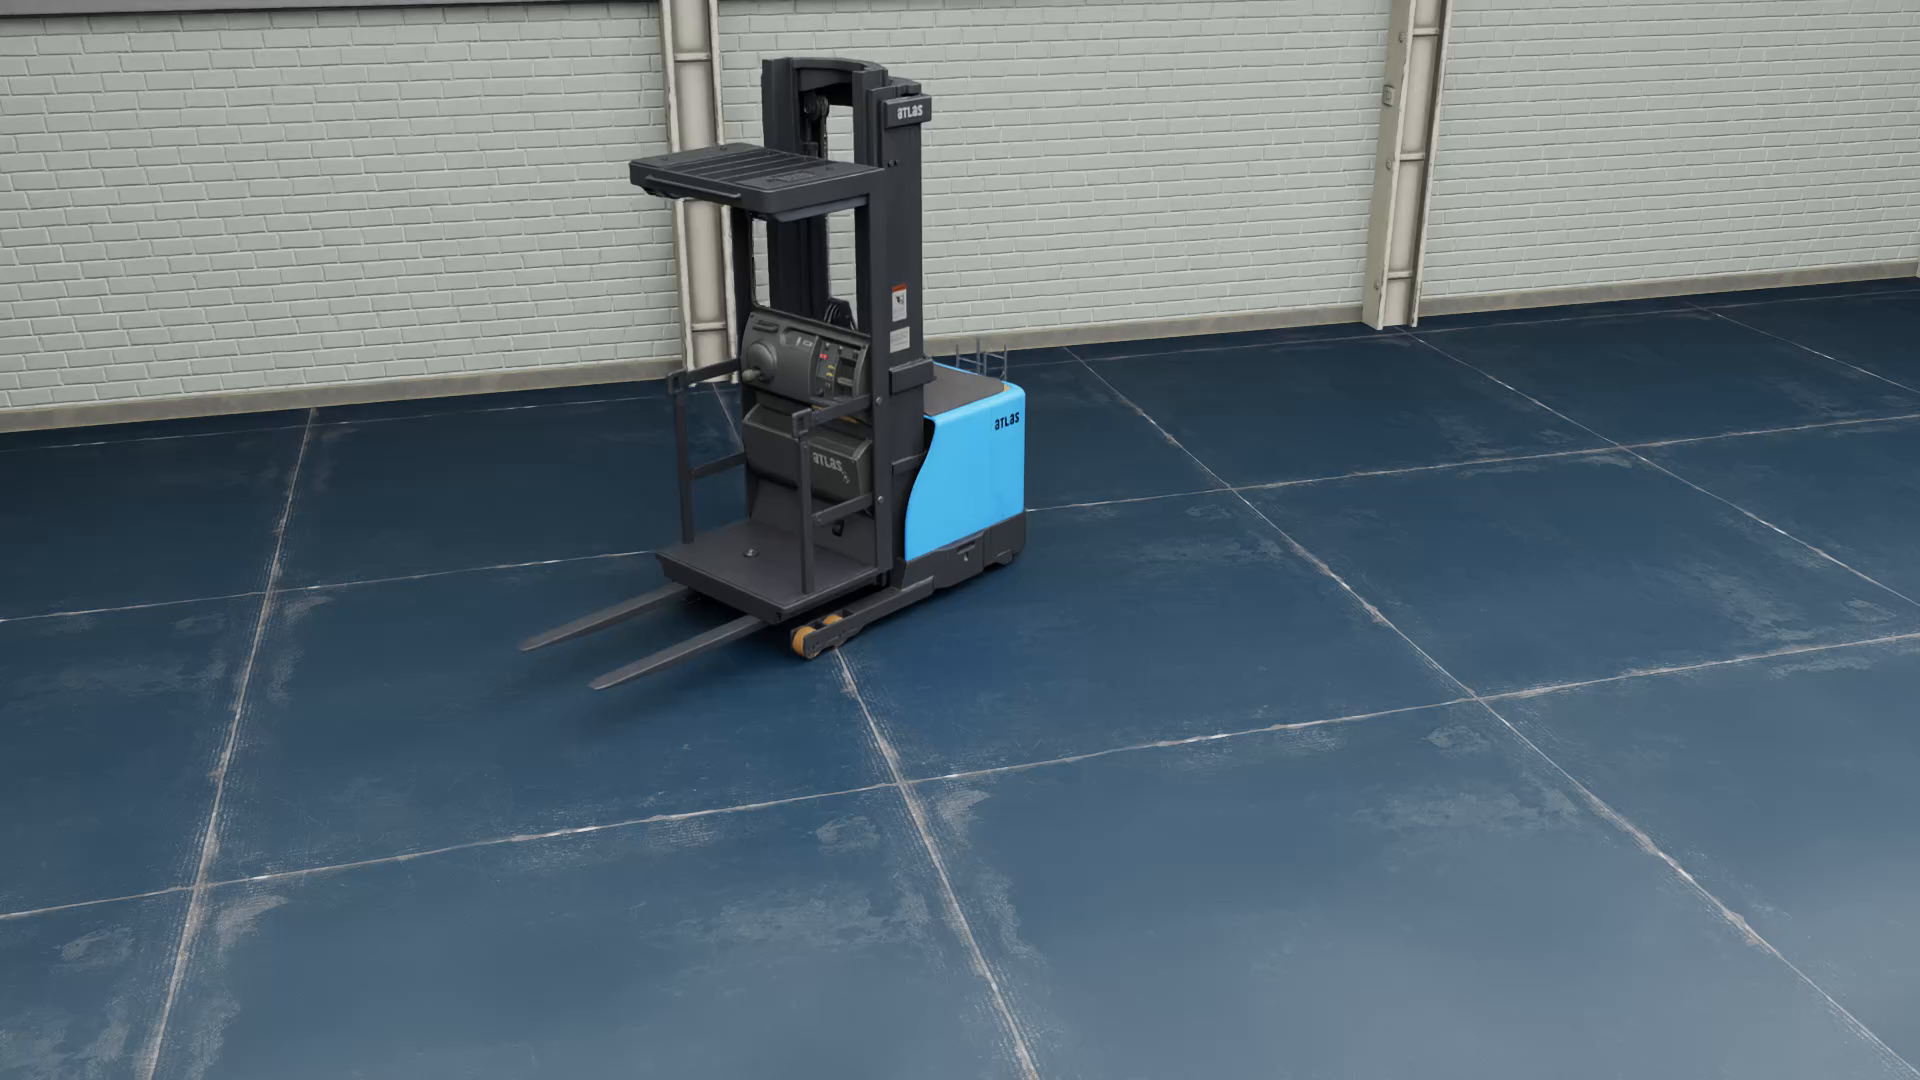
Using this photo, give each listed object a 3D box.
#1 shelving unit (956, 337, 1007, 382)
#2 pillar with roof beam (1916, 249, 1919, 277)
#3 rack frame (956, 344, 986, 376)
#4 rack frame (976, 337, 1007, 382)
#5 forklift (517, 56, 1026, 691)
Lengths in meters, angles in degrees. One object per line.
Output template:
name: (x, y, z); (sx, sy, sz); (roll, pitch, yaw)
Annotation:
shelving unit: (0.128, -0.617, 10.166); (0.258, 1.200, 0.189); (20, 30, 39)
pillar with roof beam: (10.733, -5.057, 10.624); (0.400, 9.000, 9.100); (-6, 24, -14)
rack frame: (0.066, -0.591, 10.105); (0.240, 1.200, 0.006); (20, 30, 39)
rack frame: (0.190, -0.644, 10.228); (0.240, 1.200, 0.006); (20, 30, 39)
forklift: (-0.976, -0.948, 8.742); (1.130, 2.935, 3.031); (20, 30, 39)
